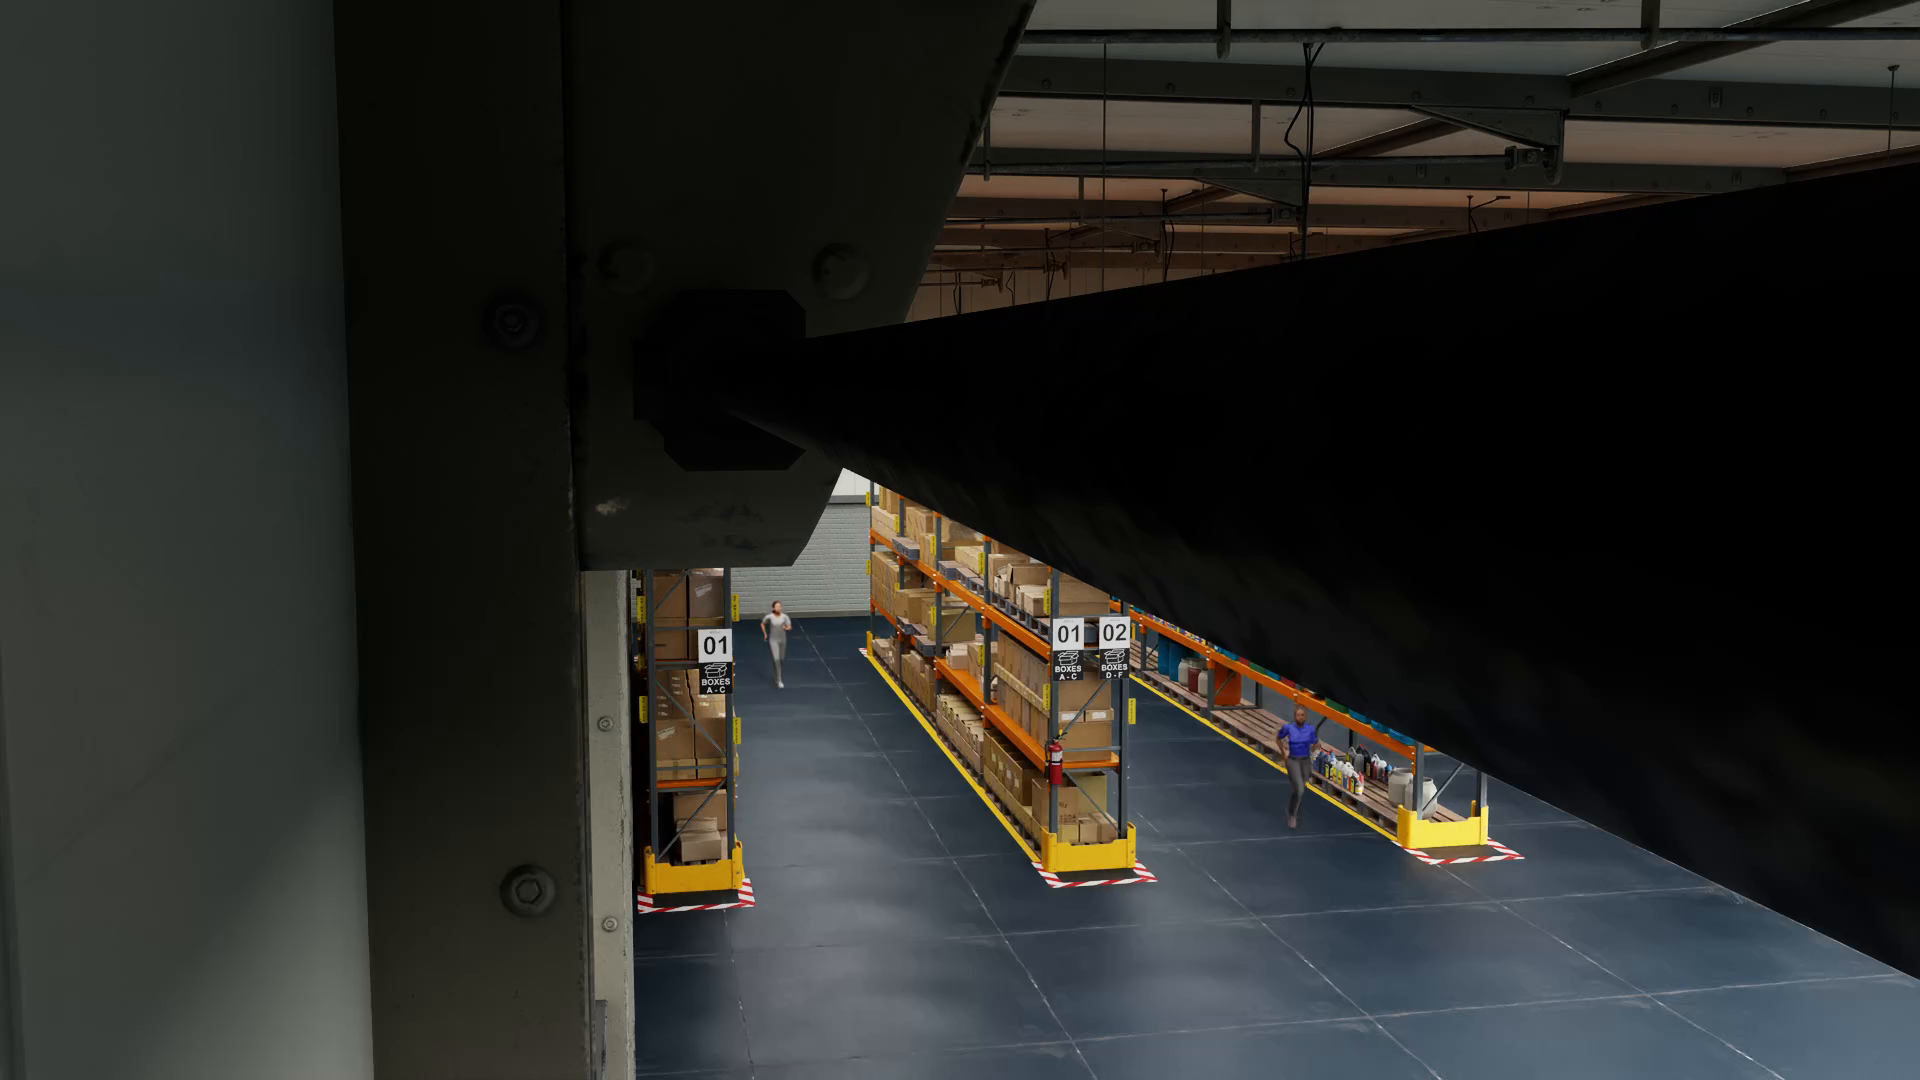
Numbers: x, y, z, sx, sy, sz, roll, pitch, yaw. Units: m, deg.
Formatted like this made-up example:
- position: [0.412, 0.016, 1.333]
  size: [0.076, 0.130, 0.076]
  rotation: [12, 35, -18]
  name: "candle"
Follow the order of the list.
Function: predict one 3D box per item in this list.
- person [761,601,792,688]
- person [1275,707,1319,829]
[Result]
- position: [-3.618, 2.037, 32.969]
  size: [0.556, 1.665, 0.944]
  rotation: [-3, 7, -24]
  name: "person"
- position: [4.684, 3.145, 22.938]
  size: [0.546, 1.693, 0.710]
  rotation: [-1, 6, -9]
  name: "person"
